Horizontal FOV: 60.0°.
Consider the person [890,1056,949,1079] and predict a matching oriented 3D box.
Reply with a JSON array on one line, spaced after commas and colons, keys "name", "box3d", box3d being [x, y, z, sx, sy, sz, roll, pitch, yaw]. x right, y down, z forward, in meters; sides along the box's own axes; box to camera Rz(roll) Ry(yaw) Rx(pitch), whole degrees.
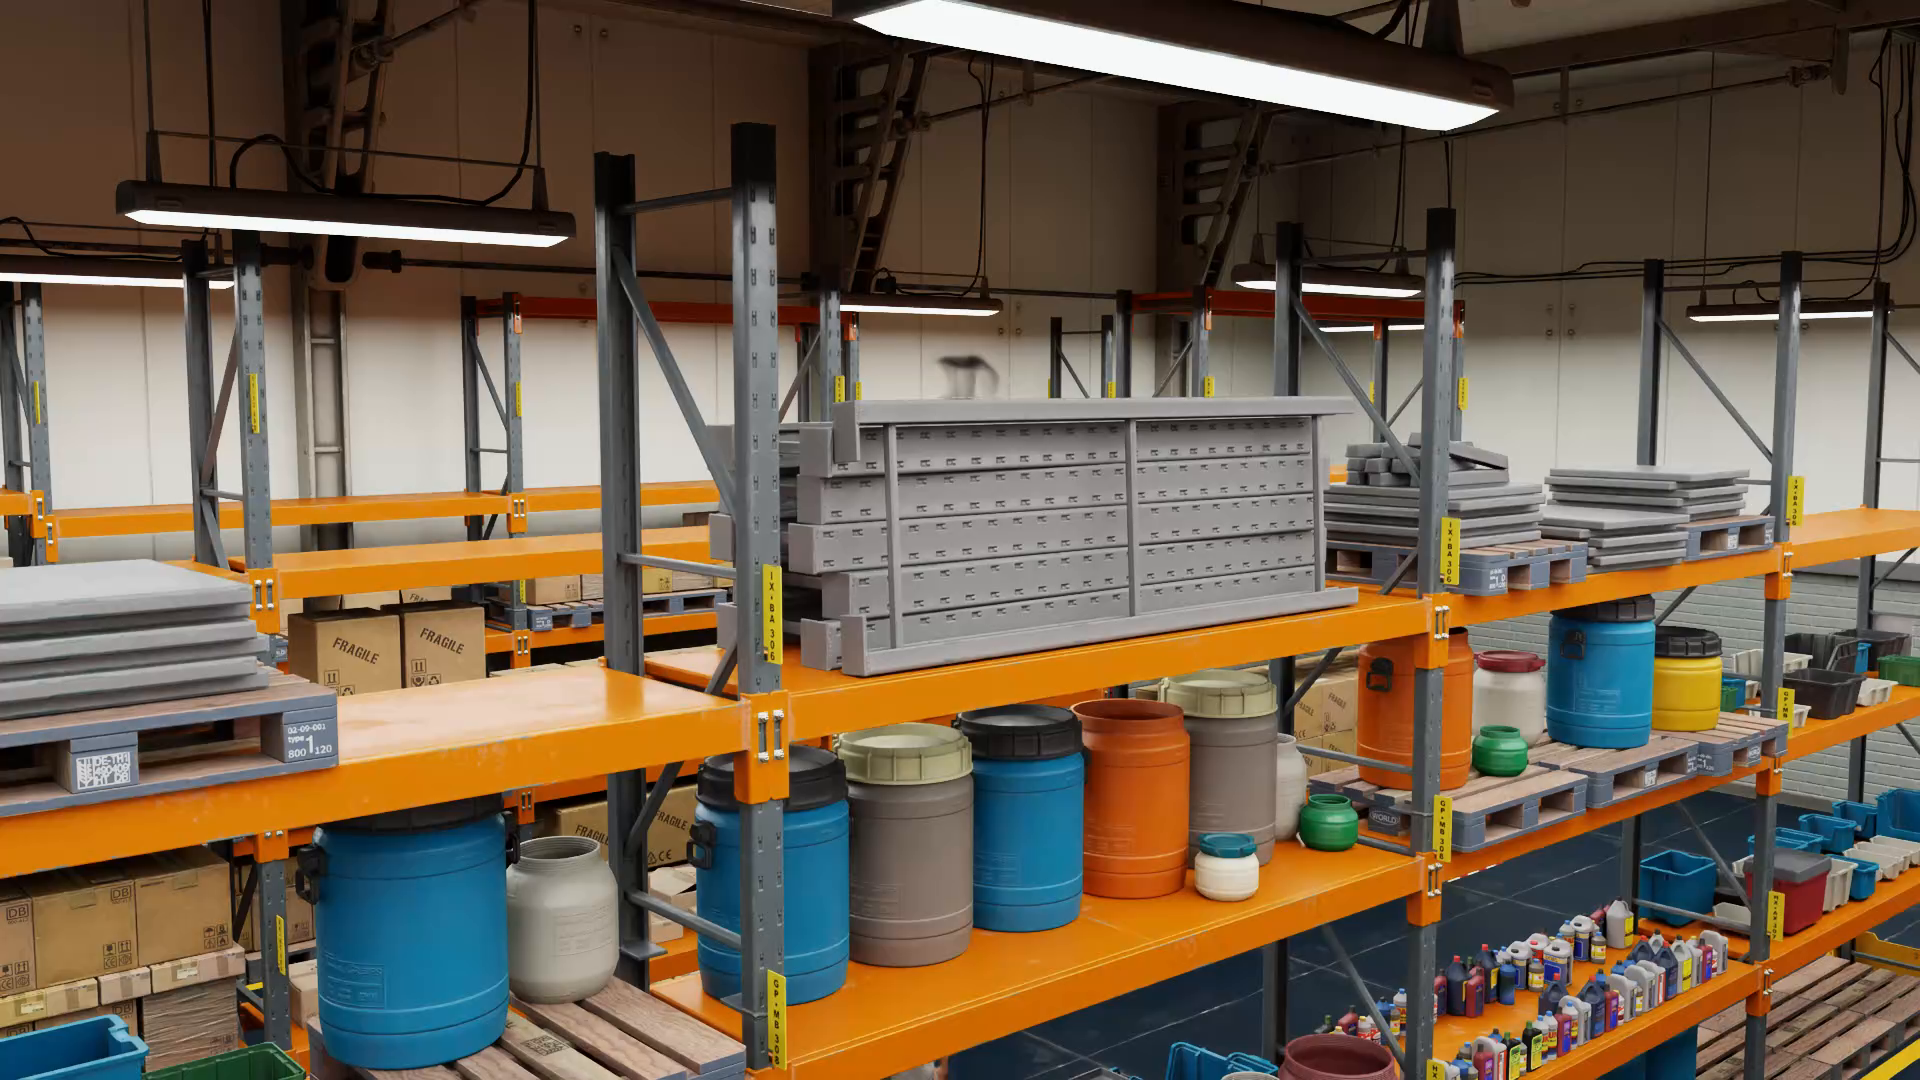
[{"name": "person", "box3d": [-0.323, 3.434, 10.315, 0.874, 1.504, 0.593, -4, 7, -38]}]
